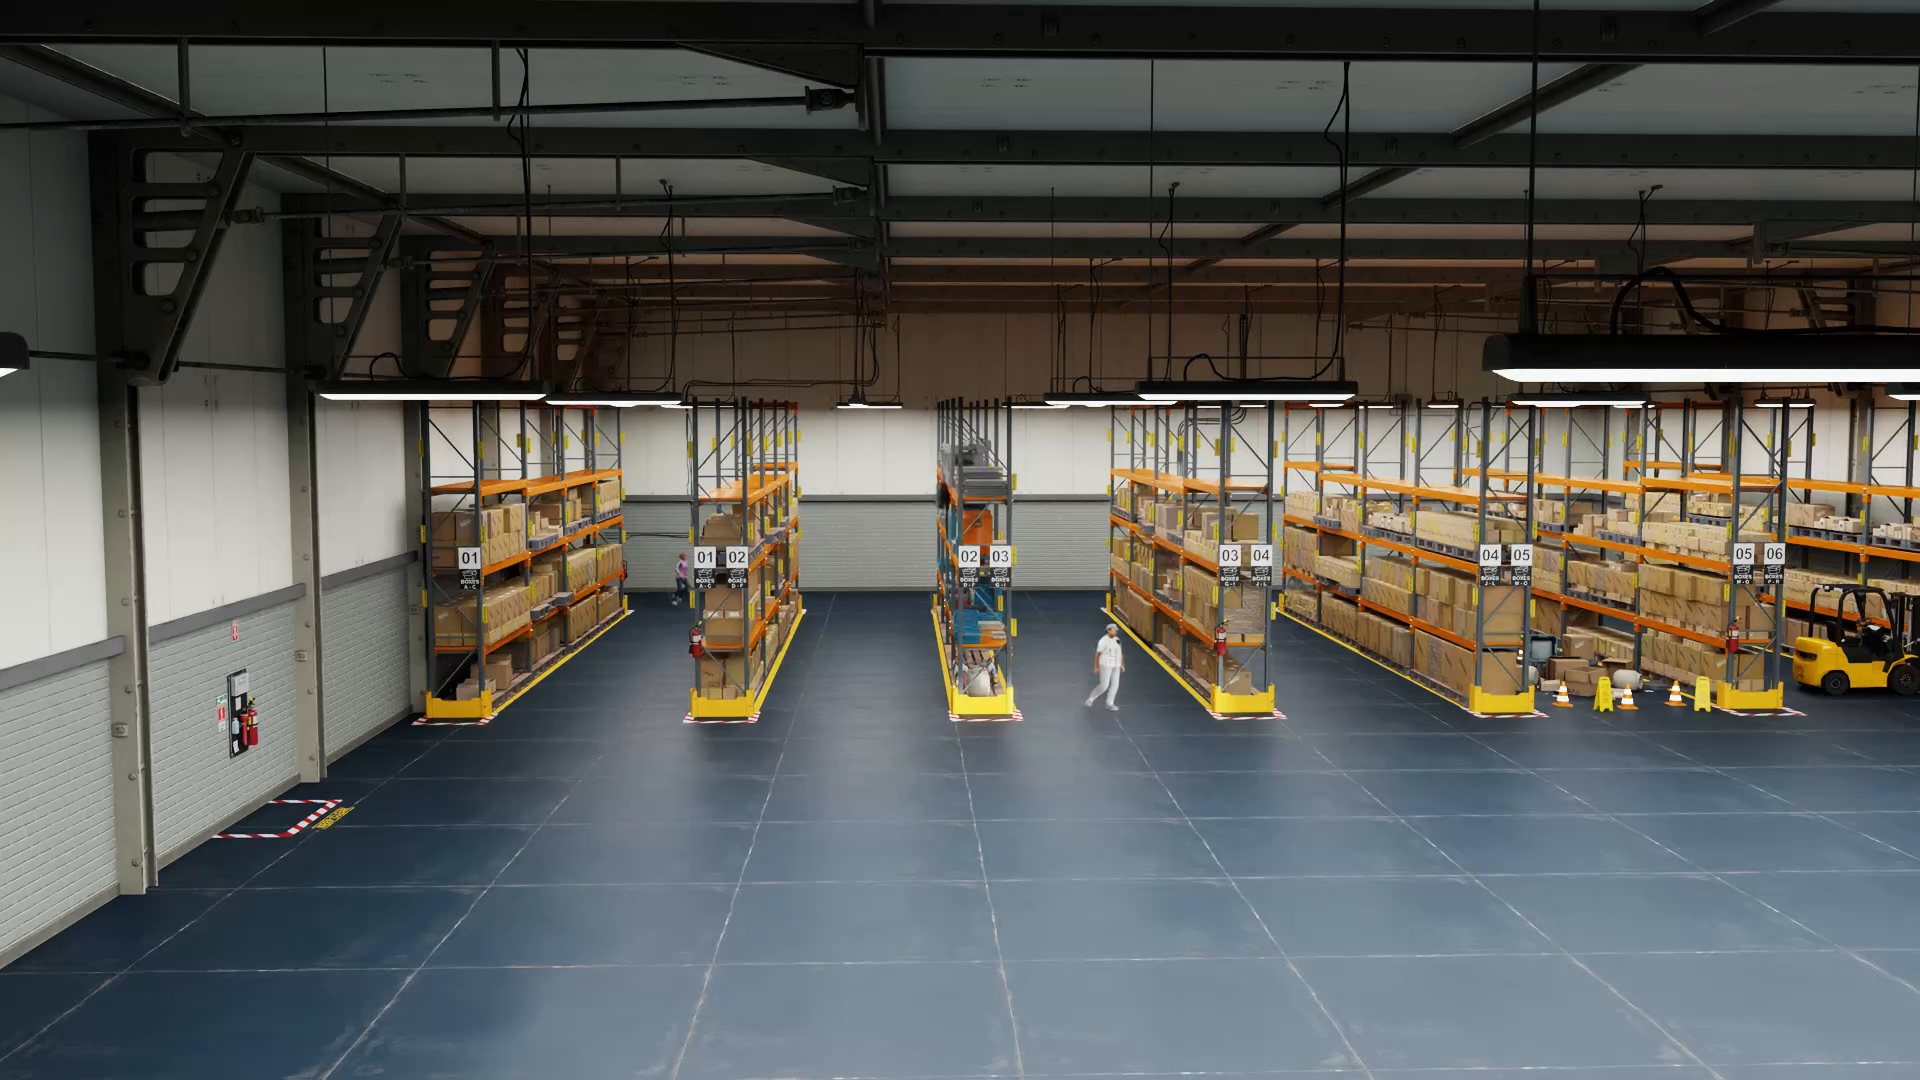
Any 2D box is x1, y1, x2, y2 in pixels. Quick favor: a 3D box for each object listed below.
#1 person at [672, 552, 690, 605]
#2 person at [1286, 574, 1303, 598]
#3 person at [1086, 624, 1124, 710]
[{"bbox_3d":[-8.232,1.137,49.349,0.524,1.538,0.603,3,5,30],"label":"person"},{"bbox_3d":[9.873,1.036,49.236,0.851,1.834,0.627,-3,6,-37],"label":"person"},{"bbox_3d":[2.785,2.432,31.933,0.653,1.660,0.579,-3,5,-35],"label":"person"}]
